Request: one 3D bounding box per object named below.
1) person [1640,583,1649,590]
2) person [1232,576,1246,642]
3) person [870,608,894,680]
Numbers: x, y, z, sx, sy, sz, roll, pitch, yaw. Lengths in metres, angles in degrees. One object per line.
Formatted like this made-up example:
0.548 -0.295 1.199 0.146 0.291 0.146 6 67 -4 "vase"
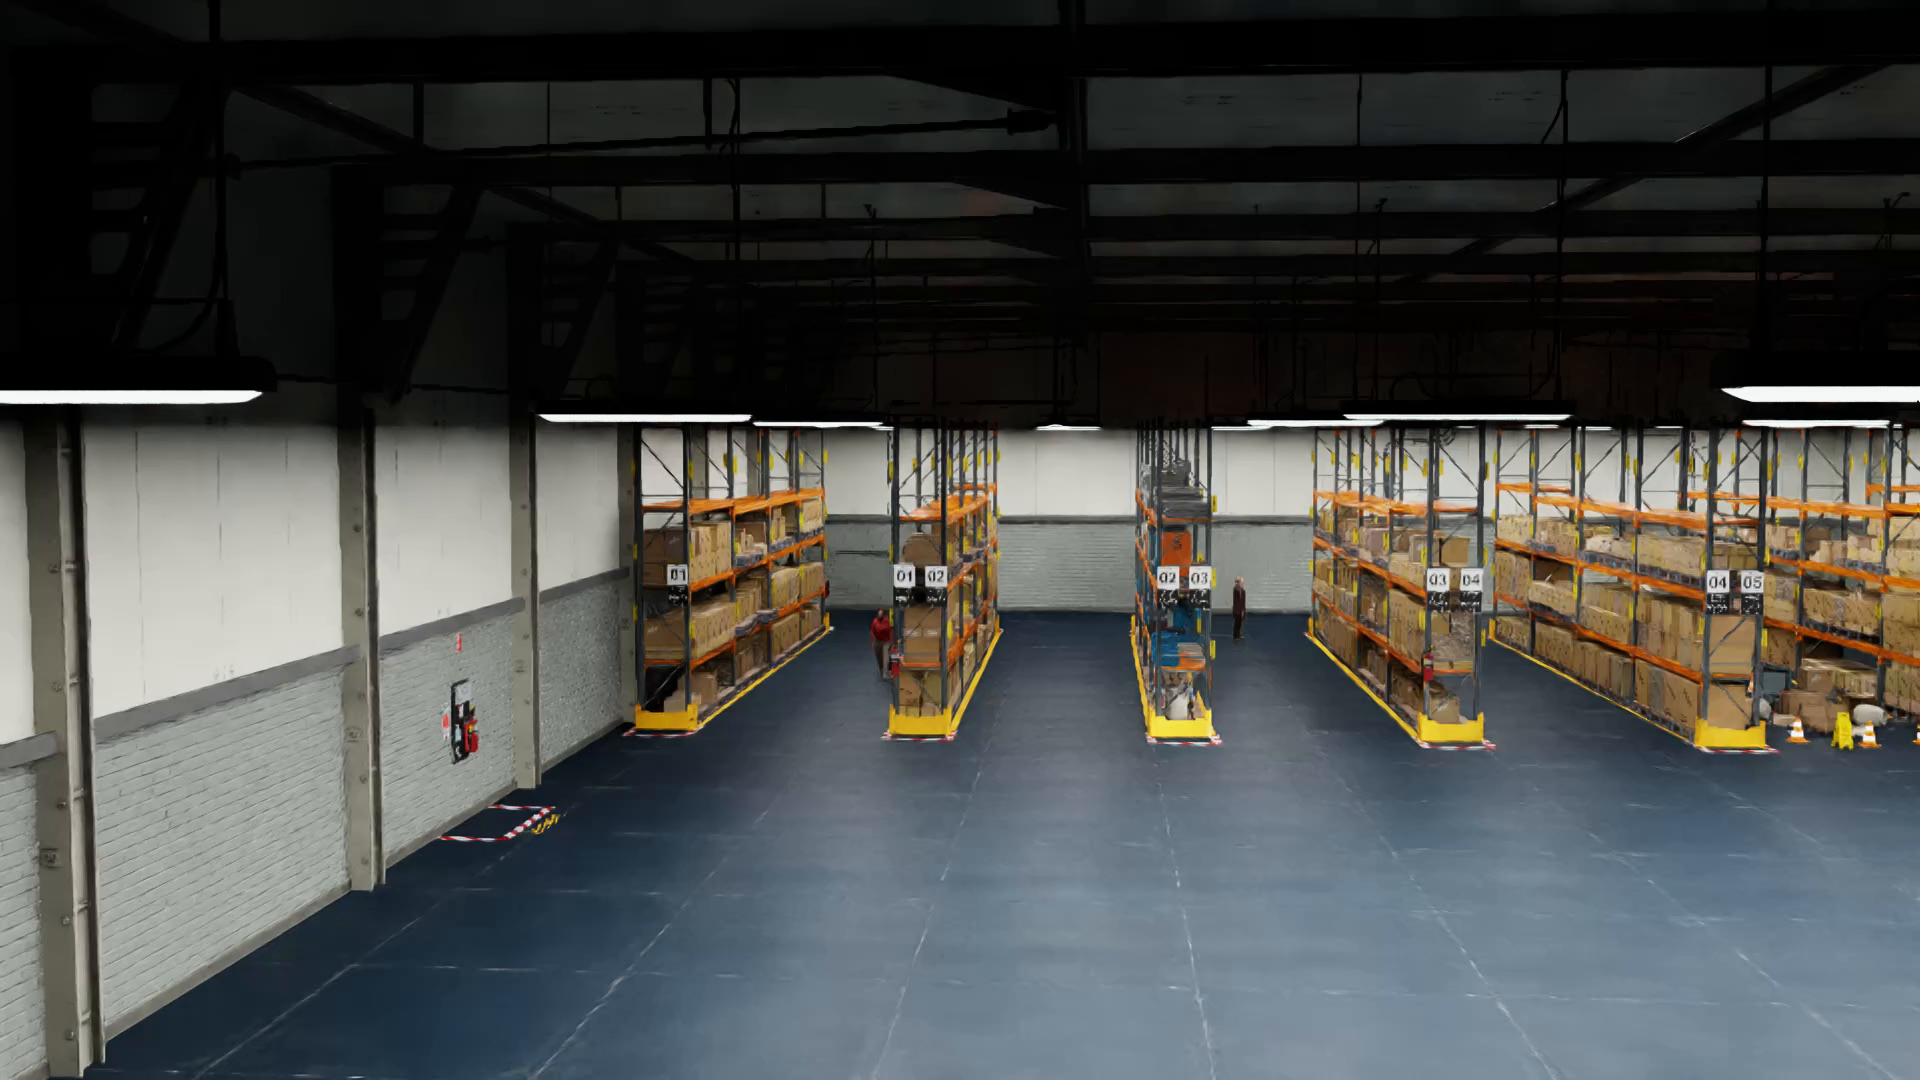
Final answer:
19.375 1.826 47.044 0.668 1.663 0.497 -1 4 -17 "person"
7.584 1.866 45.149 0.448 1.778 0.682 -1 4 -9 "person"
-1.820 2.383 38.443 0.538 1.655 1.138 0 4 7 "person"
